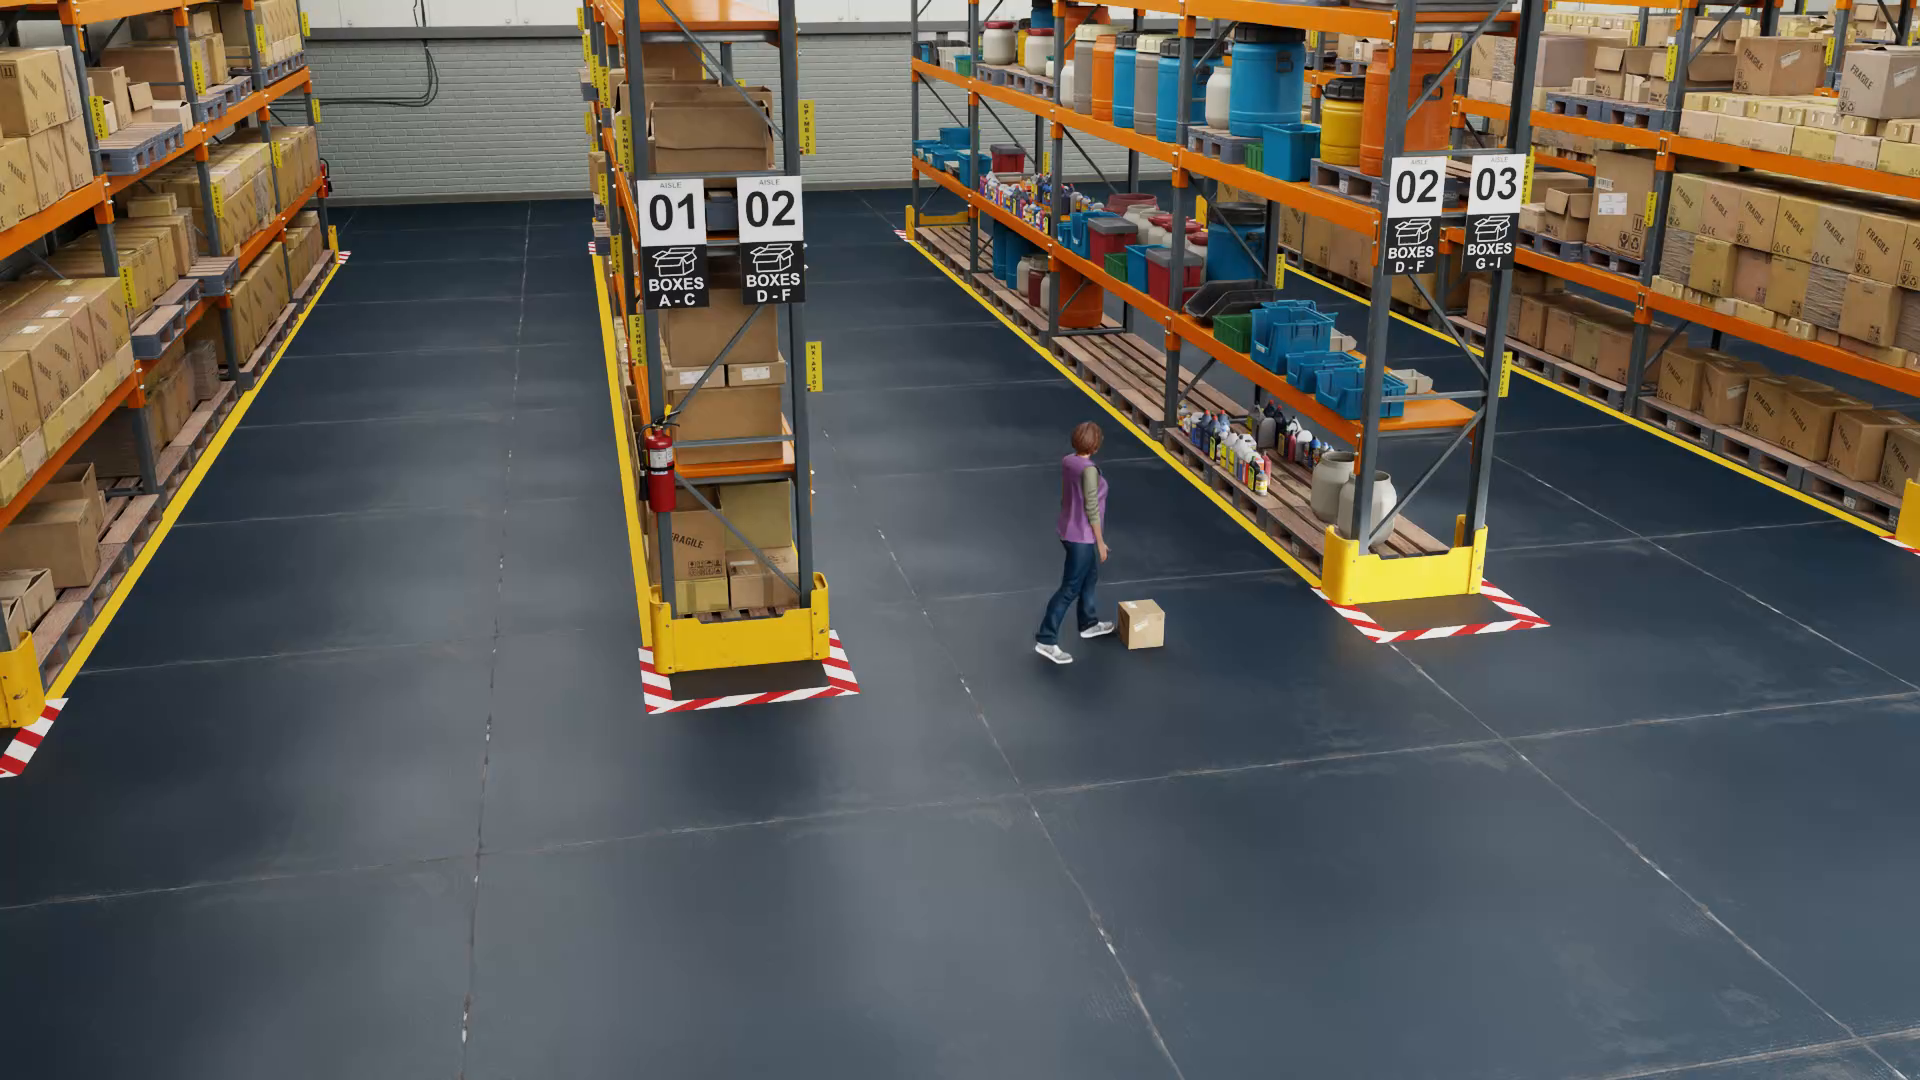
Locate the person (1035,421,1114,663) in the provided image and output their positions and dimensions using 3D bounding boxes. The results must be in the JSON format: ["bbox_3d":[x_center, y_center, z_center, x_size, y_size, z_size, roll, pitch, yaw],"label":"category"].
[{"bbox_3d":[0.804,0.016,11.117,0.681,1.529,0.528,-5,21,-14],"label":"person"}]
